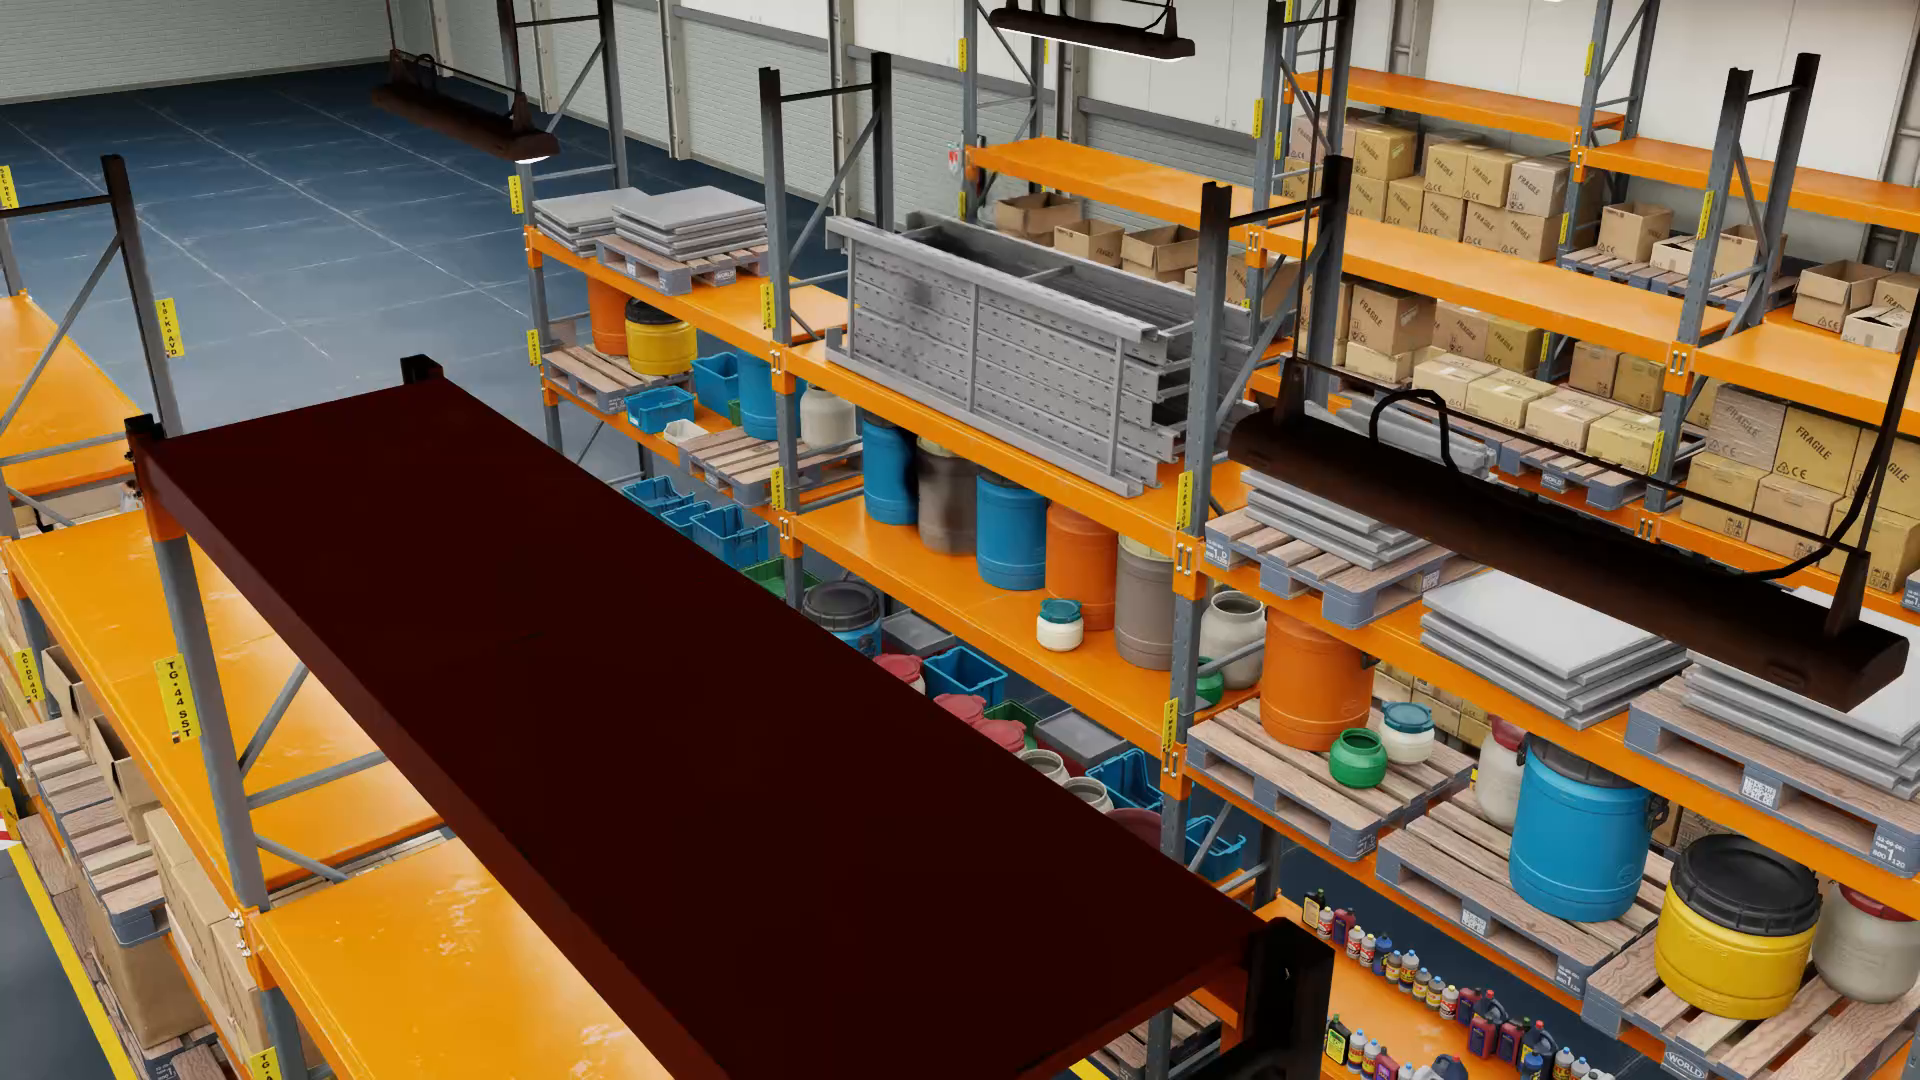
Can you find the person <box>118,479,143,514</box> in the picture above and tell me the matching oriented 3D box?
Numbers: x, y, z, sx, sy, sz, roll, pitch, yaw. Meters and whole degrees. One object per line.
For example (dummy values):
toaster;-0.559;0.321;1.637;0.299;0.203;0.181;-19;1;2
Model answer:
person;-8.011;-0.006;16.469;0.662;1.620;0.600;-2;26;-5
